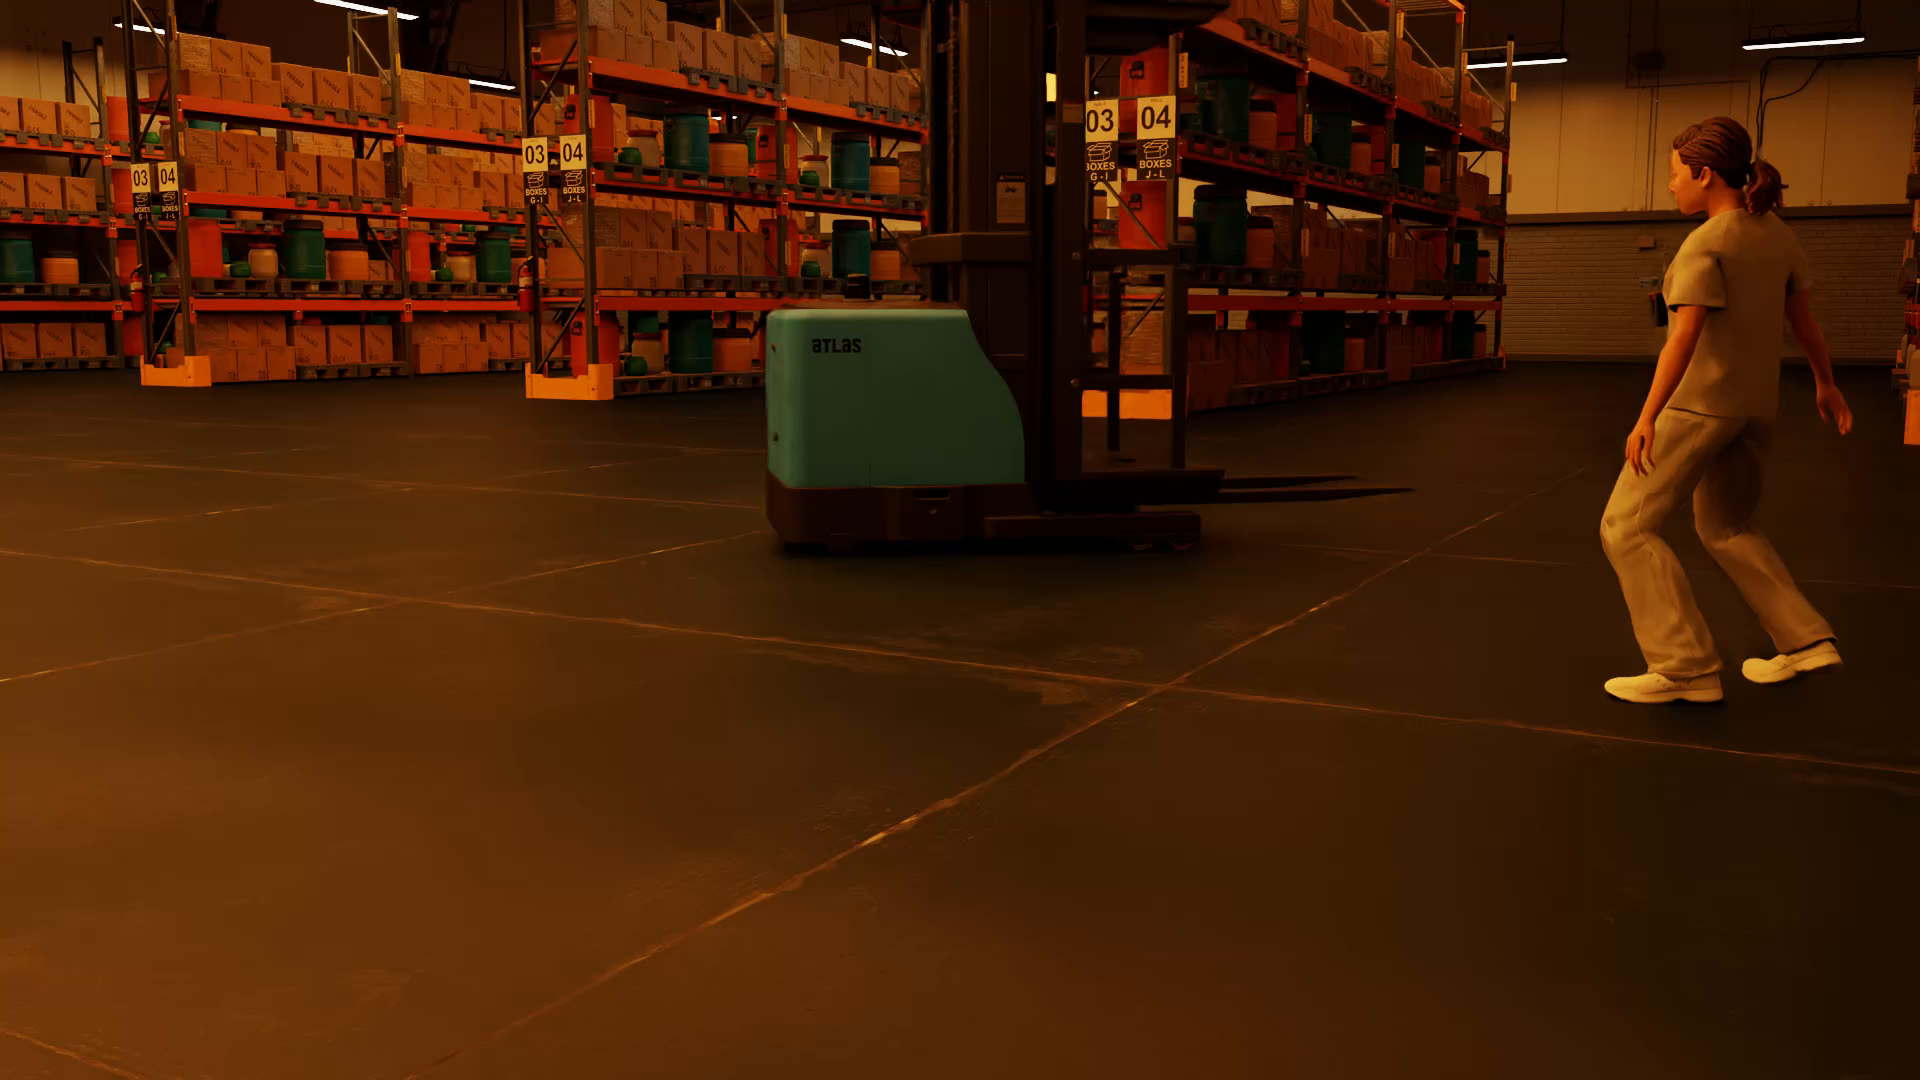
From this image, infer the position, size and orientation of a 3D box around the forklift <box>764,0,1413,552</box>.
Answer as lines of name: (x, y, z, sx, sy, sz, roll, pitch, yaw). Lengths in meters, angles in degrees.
forklift: (0.623, -1.477, 7.796, 3.031, 2.935, 1.130, -2, 8, -12)

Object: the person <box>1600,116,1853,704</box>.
person: (2.188, -0.362, 4.628, 0.799, 1.597, 0.477, -4, 9, -27)
